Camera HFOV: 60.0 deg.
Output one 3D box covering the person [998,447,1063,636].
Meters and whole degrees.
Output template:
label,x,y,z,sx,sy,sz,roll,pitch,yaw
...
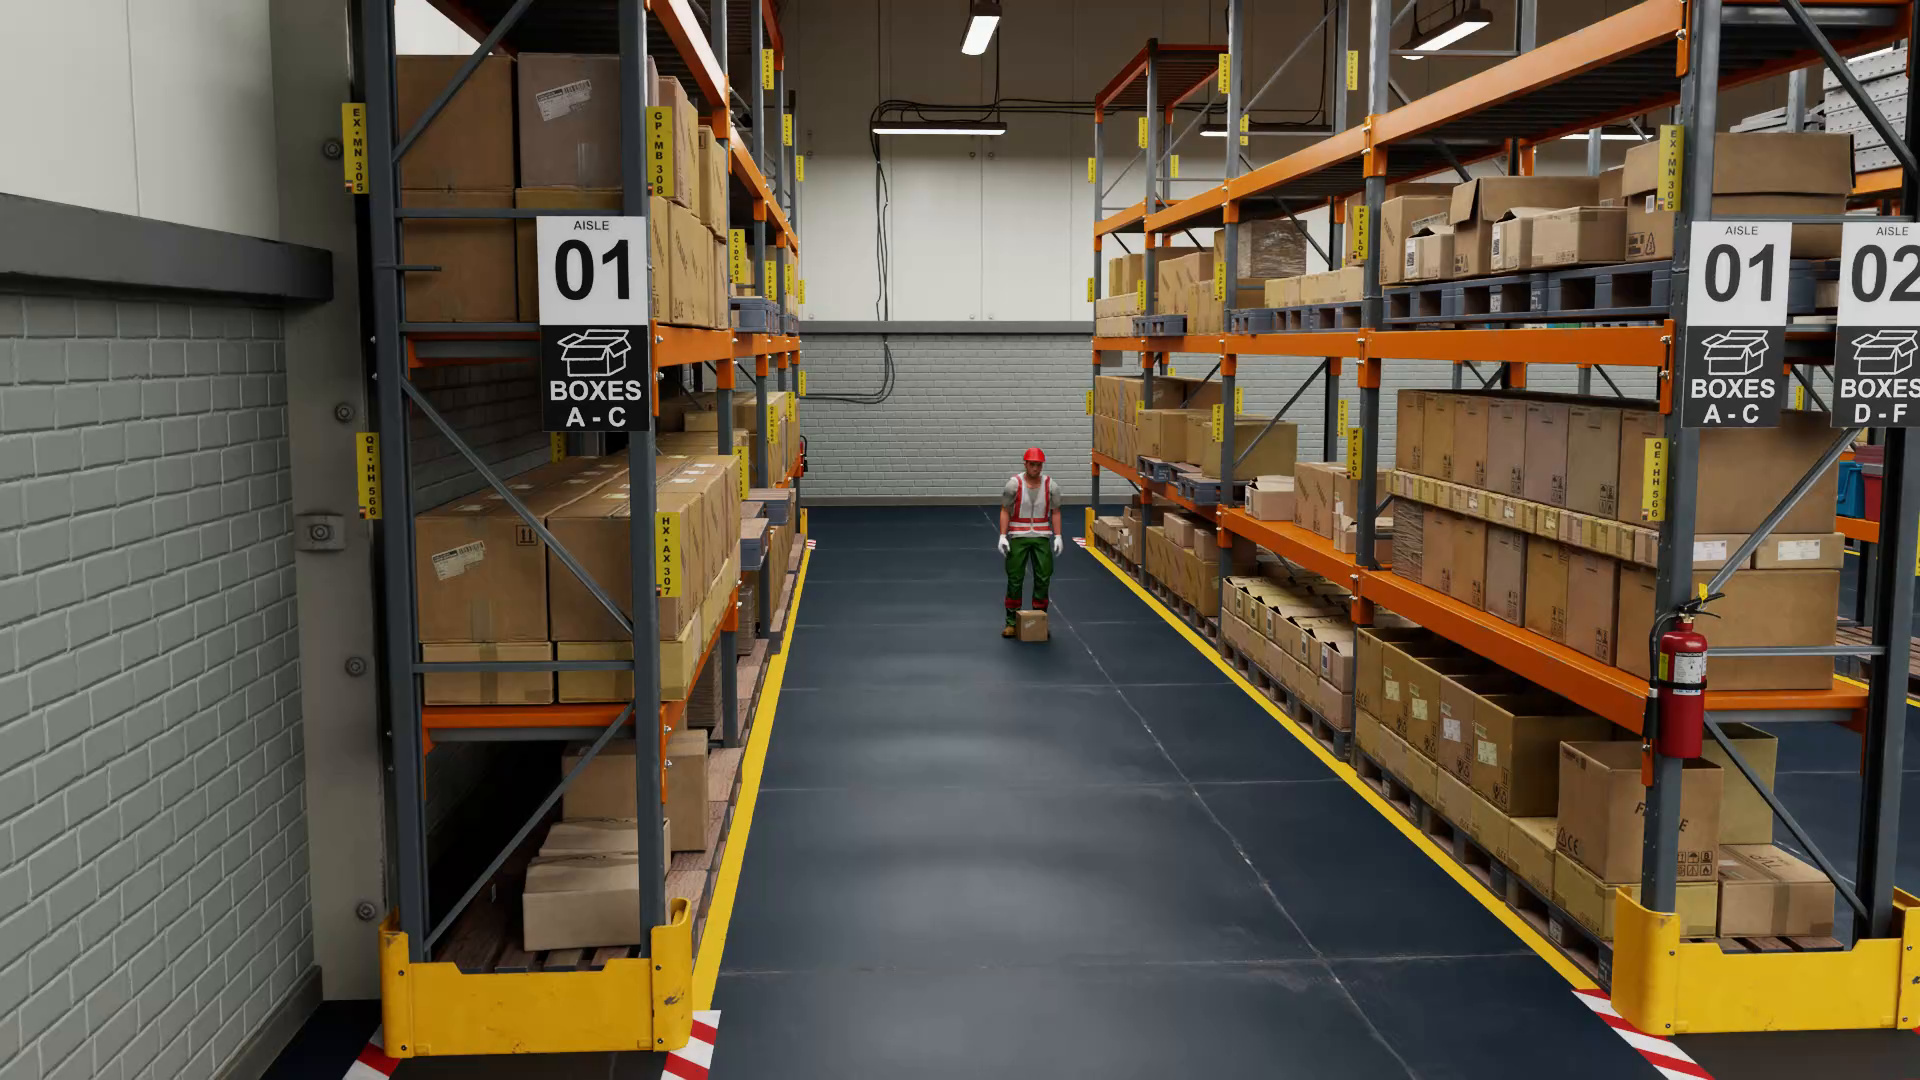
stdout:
label,x,y,z,sx,sy,sz,roll,pitch,yaw
person,0.662,0.012,15.575,0.620,1.779,0.454,-1,7,-5
